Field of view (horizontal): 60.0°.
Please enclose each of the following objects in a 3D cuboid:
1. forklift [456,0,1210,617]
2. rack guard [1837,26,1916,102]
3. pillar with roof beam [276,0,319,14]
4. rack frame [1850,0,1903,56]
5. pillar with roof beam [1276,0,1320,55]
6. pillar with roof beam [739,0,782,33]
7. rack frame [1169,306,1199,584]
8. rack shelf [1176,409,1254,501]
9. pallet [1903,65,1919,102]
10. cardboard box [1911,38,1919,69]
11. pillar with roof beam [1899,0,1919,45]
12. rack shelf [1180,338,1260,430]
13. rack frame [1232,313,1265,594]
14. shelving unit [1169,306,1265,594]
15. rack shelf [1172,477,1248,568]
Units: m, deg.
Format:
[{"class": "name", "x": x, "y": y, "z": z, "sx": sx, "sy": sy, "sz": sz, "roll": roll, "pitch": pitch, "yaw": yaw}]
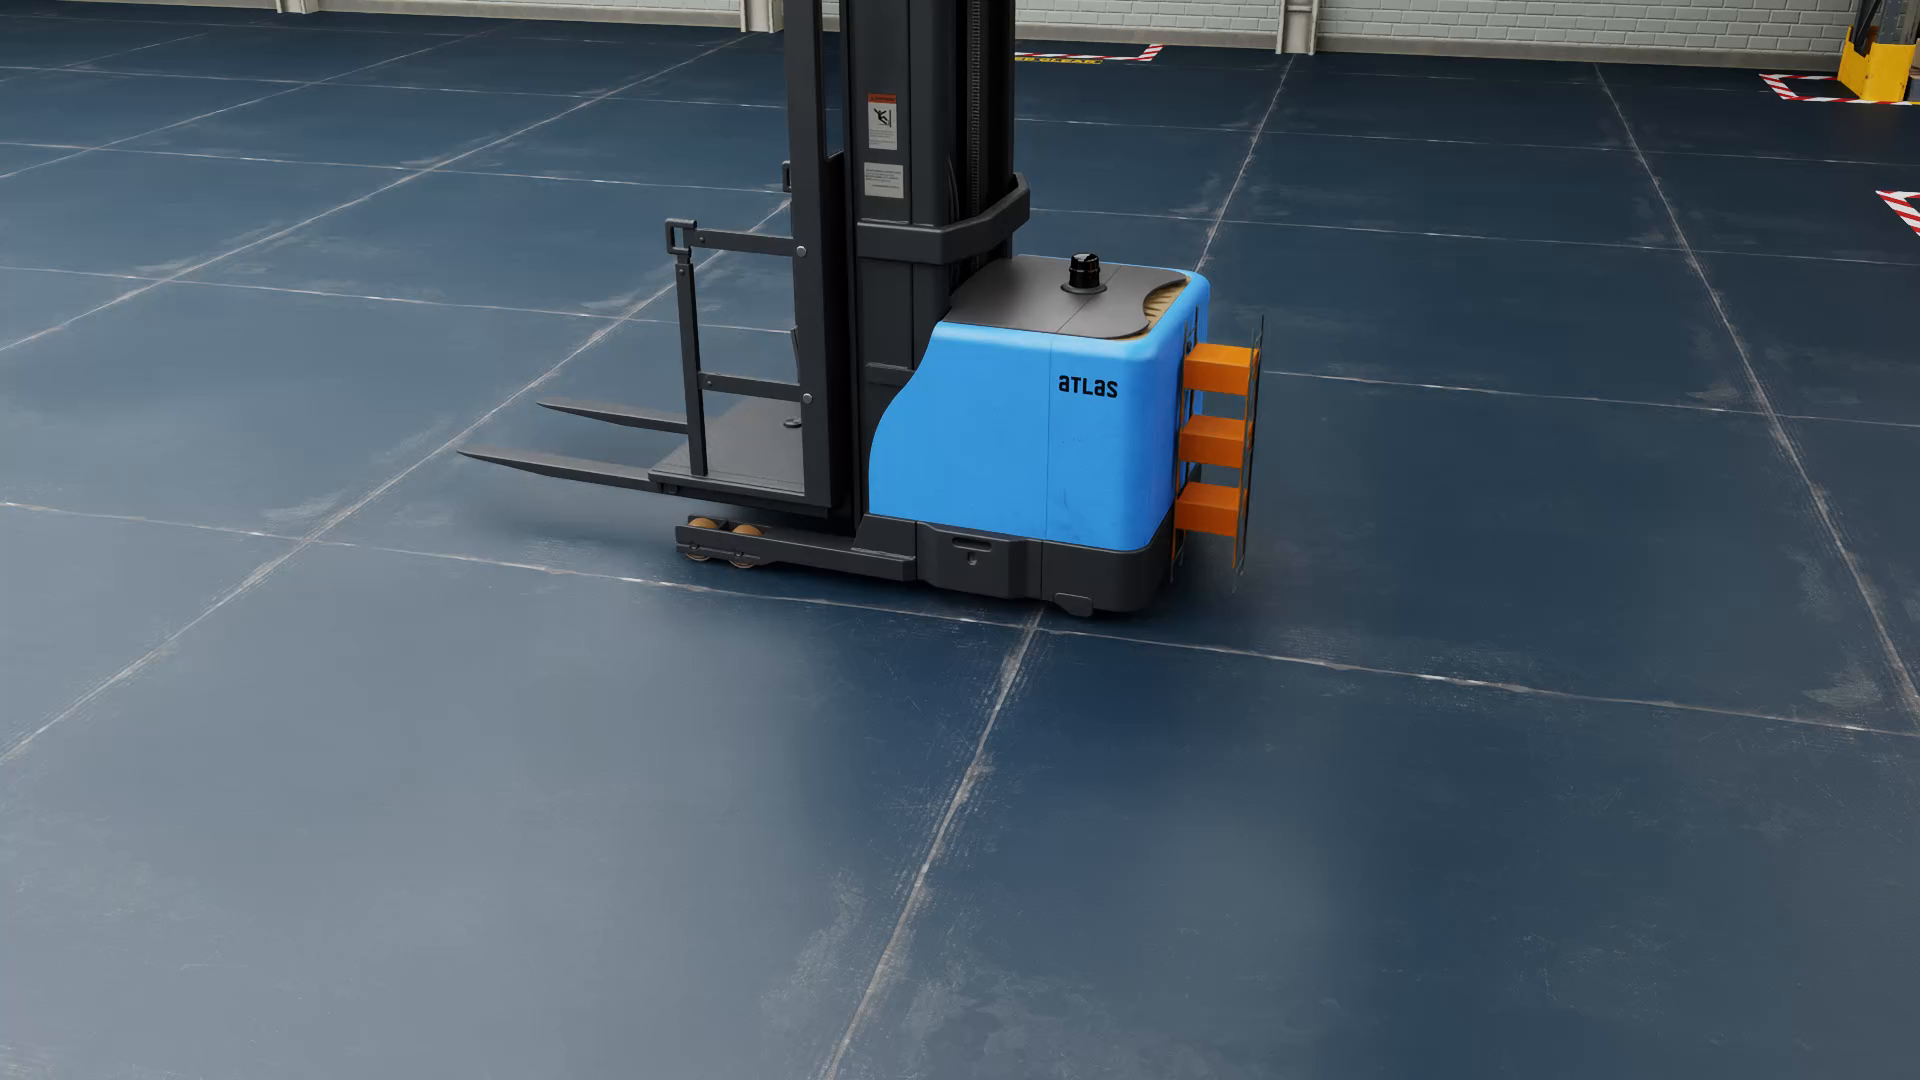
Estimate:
[{"class": "forklift", "x": -0.593, "y": -1.415, "z": 6.312, "sx": 3.031, "sy": 2.935, "sz": 1.130, "roll": 9, "pitch": 27, "yaw": 18}, {"class": "rack guard", "x": 8.545, "y": -4.457, "z": 15.529, "sx": 0.348, "sy": 0.500, "sz": 1.175, "roll": 6, "pitch": 26, "yaw": 13}, {"class": "pillar with roof beam", "x": -9.140, "y": -8.722, "z": 14.602, "sx": 0.400, "sy": 9.000, "sz": 9.100, "roll": 6, "pitch": 26, "yaw": 13}, {"class": "rack frame", "x": 8.471, "y": -5.593, "z": 15.009, "sx": 0.127, "sy": 3.000, "sz": 1.000, "roll": 6, "pitch": 26, "yaw": 13}, {"class": "pillar with roof beam", "x": 2.482, "y": -7.437, "z": 11.903, "sx": 0.400, "sy": 9.000, "sz": 9.100, "roll": 6, "pitch": 26, "yaw": 13}, {"class": "pillar with roof beam", "x": -3.329, "y": -8.080, "z": 13.253, "sx": 0.400, "sy": 9.000, "sz": 9.100, "roll": 6, "pitch": 26, "yaw": 13}, {"class": "rack frame", "x": 0.841, "y": -0.346, "z": 6.256, "sx": 0.008, "sy": 1.050, "sz": 0.200, "roll": 9, "pitch": 27, "yaw": 18}, {"class": "rack shelf", "x": 0.956, "y": -0.319, "z": 6.223, "sx": 0.240, "sy": 0.259, "sz": 0.215, "roll": 9, "pitch": 27, "yaw": 18}, {"class": "pallet", "x": 9.323, "y": -4.225, "z": 15.378, "sx": 1.213, "sy": 0.211, "sz": 1.003, "roll": 6, "pitch": 26, "yaw": 13}, {"class": "cardboard box", "x": 9.119, "y": -4.467, "z": 15.258, "sx": 0.500, "sy": 0.311, "sz": 0.500, "roll": 3, "pitch": 26, "yaw": 7}, {"class": "pillar with roof beam", "x": 8.293, "y": -6.795, "z": 10.554, "sx": 0.400, "sy": 9.000, "sz": 9.100, "roll": 6, "pitch": 26, "yaw": 13}, {"class": "rack shelf", "x": 0.956, "y": -0.575, "z": 6.102, "sx": 0.240, "sy": 0.259, "sz": 0.215, "roll": 9, "pitch": 27, "yaw": 18}, {"class": "rack frame", "x": 1.071, "y": -0.311, "z": 6.182, "sx": 0.008, "sy": 1.050, "sz": 0.200, "roll": 9, "pitch": 27, "yaw": 18}, {"class": "shelving unit", "x": 0.956, "y": -0.329, "z": 6.219, "sx": 0.252, "sy": 1.050, "sz": 0.215, "roll": 9, "pitch": 27, "yaw": 18}, {"class": "rack shelf", "x": 0.956, "y": -0.068, "z": 6.343, "sx": 0.240, "sy": 0.259, "sz": 0.215, "roll": 9, "pitch": 27, "yaw": 18}]
